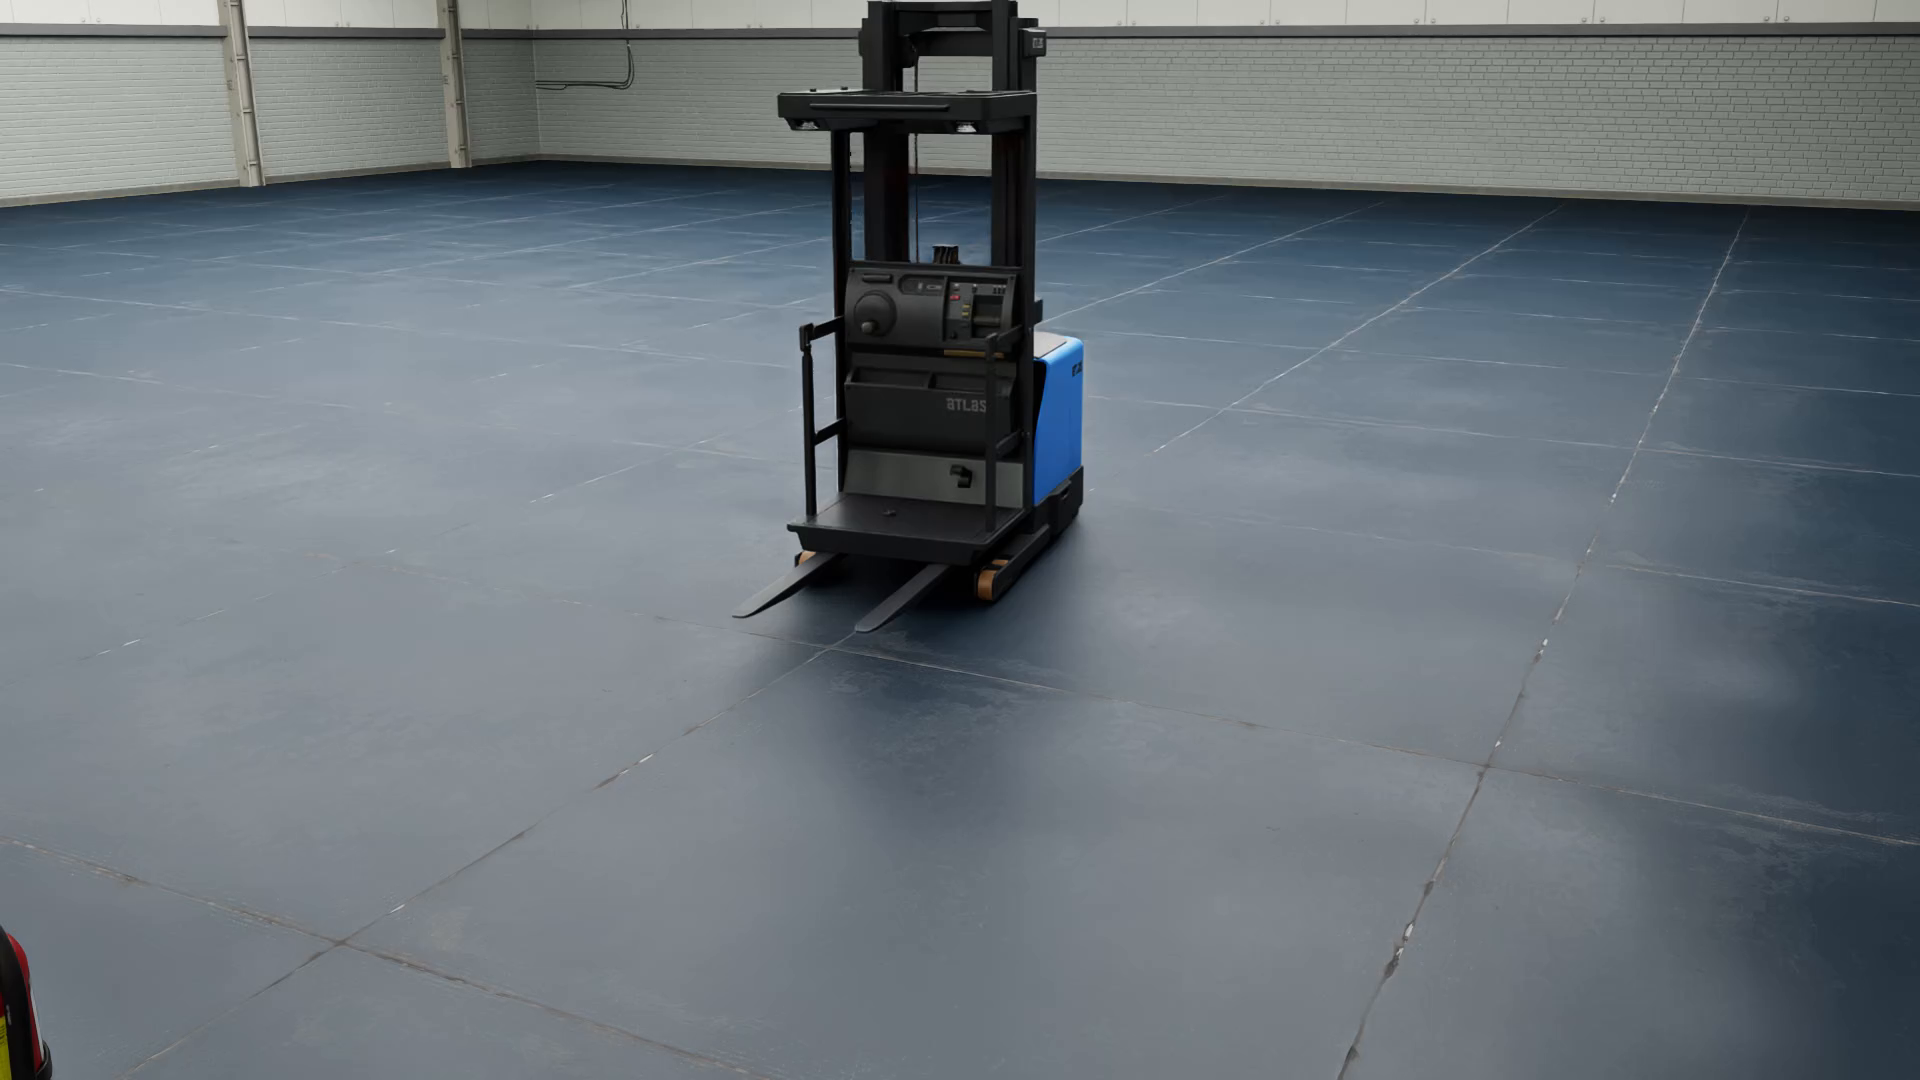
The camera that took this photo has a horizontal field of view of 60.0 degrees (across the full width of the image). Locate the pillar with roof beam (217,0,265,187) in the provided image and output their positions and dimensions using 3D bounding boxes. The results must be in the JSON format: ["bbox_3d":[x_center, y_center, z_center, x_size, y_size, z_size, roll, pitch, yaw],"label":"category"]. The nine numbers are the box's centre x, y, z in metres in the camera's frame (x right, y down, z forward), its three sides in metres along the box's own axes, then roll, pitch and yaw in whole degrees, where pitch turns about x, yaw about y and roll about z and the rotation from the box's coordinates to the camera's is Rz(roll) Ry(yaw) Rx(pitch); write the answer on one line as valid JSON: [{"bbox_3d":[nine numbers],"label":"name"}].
[{"bbox_3d":[-10.473,-10.936,30.539,9.100,9.000,0.400,8,18,25],"label":"pillar with roof beam"}]

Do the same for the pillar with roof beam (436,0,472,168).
[{"bbox_3d":[-7.791,-12.464,35.685,9.100,9.000,0.400,8,18,25],"label":"pillar with roof beam"}]

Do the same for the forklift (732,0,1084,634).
[{"bbox_3d":[-0.227,-1.221,8.486,1.130,2.935,3.031,6,17,18],"label":"forklift"}]

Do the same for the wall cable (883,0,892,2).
[{"bbox_3d":[-0.658,-14.013,34.924,2.305,6.003,0.169,8,18,25],"label":"wall cable"}]

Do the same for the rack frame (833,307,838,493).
[{"bbox_3d":[-0.696,-0.800,10.109,0.015,1.200,0.240,-10,19,-31],"label":"rack frame"}]

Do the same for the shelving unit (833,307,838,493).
[{"bbox_3d":[-0.490,-0.837,10.234,0.503,1.200,0.258,-10,19,-31],"label":"shelving unit"}]

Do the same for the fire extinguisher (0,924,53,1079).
[{"bbox_3d":[-1.294,0.661,2.165,0.296,0.674,0.183,8,18,25],"label":"fire extinguisher"}]

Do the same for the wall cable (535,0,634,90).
[{"bbox_3d":[-9.143,-12.106,39.931,3.097,2.526,0.112,8,18,25],"label":"wall cable"}]
